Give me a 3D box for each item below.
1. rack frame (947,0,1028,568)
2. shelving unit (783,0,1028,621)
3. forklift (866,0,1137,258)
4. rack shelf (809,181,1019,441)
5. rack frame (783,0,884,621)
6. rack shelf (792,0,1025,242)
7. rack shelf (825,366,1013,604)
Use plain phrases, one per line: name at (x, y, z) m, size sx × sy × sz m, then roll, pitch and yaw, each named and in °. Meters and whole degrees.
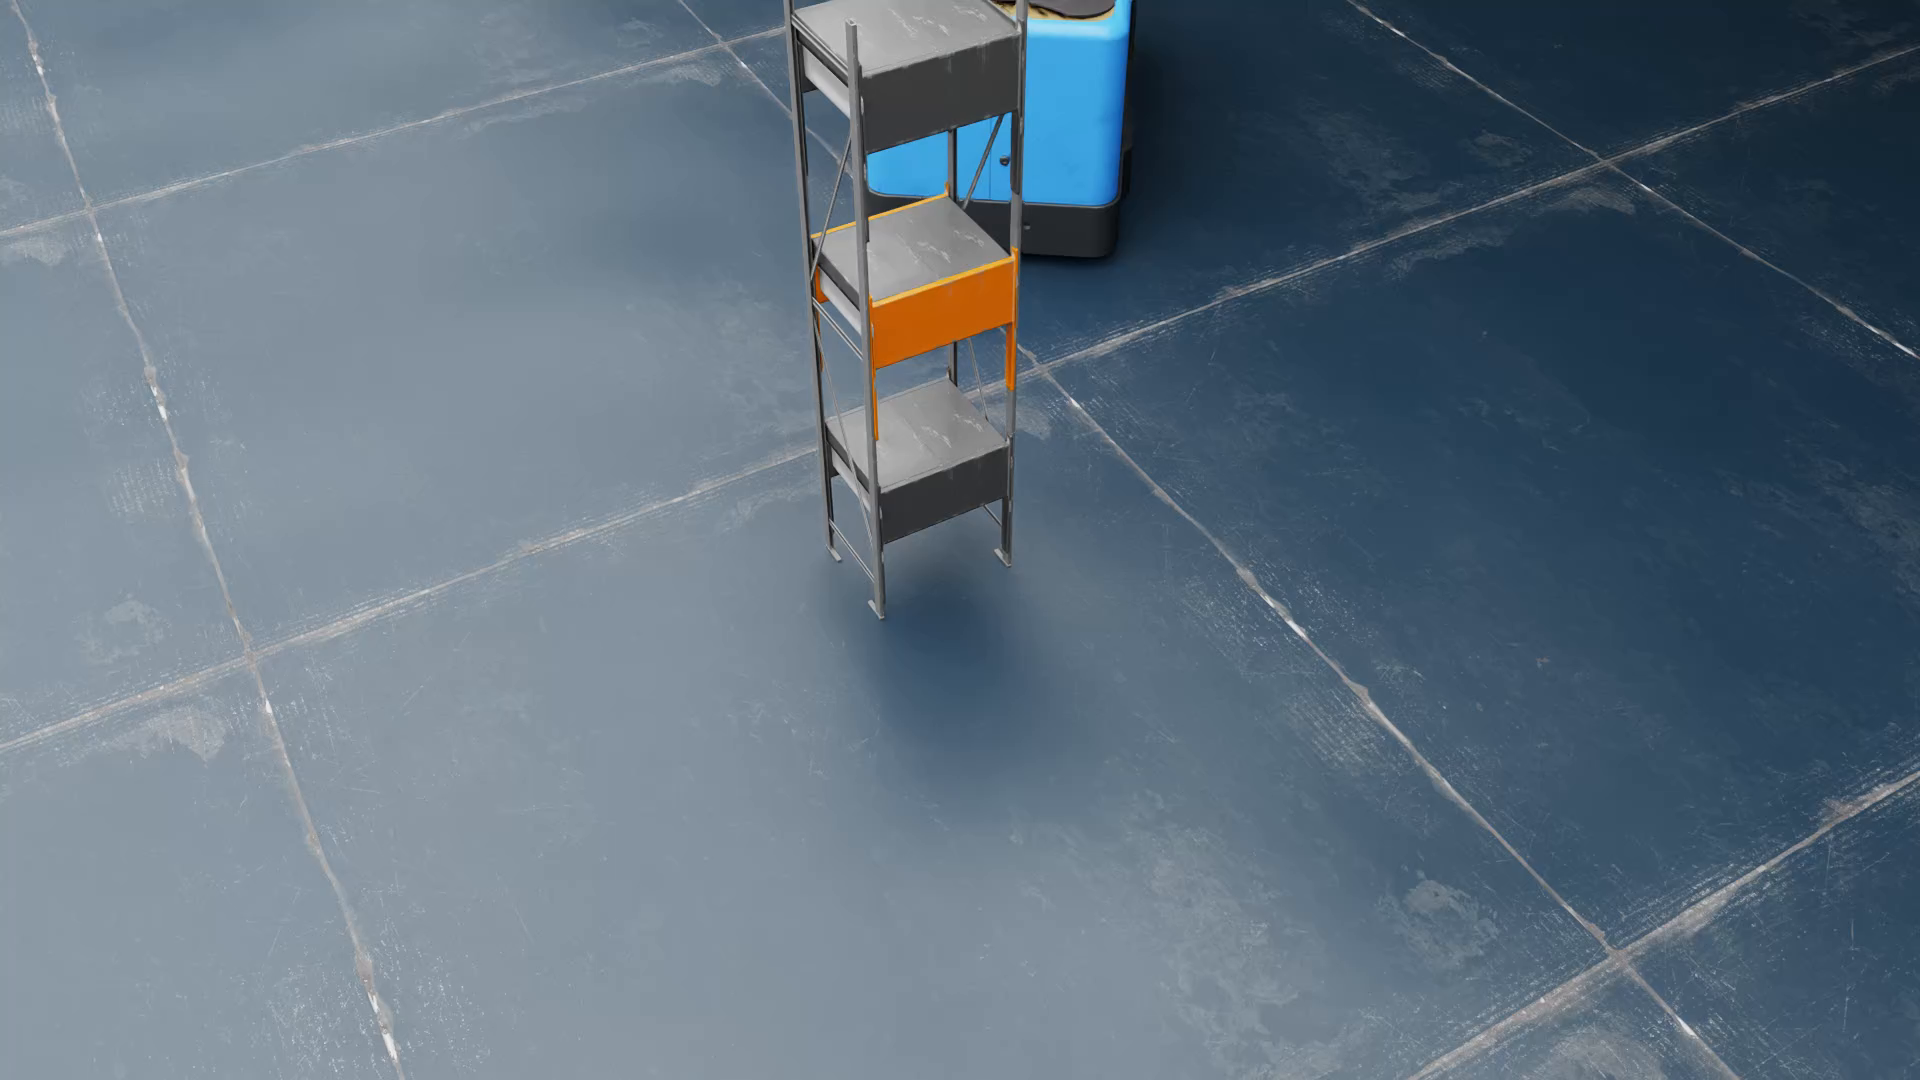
rack frame at (0.068, -0.781, 5.047) m, size 0.015 × 2.100 × 0.400 m, roll -22°, pitch 48°, yaw -21°
shelving unit at (-0.144, -0.696, 4.960) m, size 0.503 × 2.100 × 0.431 m, roll -22°, pitch 48°, yaw -21°
forklift at (0.275, -3.241, 6.985) m, size 1.130 × 2.935 × 3.031 m, roll 4°, pitch 44°, yaw 4°
rack shelf at (-0.144, -0.686, 4.969) m, size 0.480 × 0.518 × 0.431 m, roll -22°, pitch 48°, yaw -21°
rack frame at (-0.355, -0.611, 4.872) m, size 0.015 × 2.100 × 0.400 m, roll -22°, pitch 48°, yaw -21°
rack shelf at (-0.144, -1.189, 4.482) m, size 0.480 × 0.518 × 0.431 m, roll -22°, pitch 48°, yaw -21°
rack shelf at (-0.144, -0.184, 5.457) m, size 0.480 × 0.518 × 0.431 m, roll -22°, pitch 48°, yaw -21°
